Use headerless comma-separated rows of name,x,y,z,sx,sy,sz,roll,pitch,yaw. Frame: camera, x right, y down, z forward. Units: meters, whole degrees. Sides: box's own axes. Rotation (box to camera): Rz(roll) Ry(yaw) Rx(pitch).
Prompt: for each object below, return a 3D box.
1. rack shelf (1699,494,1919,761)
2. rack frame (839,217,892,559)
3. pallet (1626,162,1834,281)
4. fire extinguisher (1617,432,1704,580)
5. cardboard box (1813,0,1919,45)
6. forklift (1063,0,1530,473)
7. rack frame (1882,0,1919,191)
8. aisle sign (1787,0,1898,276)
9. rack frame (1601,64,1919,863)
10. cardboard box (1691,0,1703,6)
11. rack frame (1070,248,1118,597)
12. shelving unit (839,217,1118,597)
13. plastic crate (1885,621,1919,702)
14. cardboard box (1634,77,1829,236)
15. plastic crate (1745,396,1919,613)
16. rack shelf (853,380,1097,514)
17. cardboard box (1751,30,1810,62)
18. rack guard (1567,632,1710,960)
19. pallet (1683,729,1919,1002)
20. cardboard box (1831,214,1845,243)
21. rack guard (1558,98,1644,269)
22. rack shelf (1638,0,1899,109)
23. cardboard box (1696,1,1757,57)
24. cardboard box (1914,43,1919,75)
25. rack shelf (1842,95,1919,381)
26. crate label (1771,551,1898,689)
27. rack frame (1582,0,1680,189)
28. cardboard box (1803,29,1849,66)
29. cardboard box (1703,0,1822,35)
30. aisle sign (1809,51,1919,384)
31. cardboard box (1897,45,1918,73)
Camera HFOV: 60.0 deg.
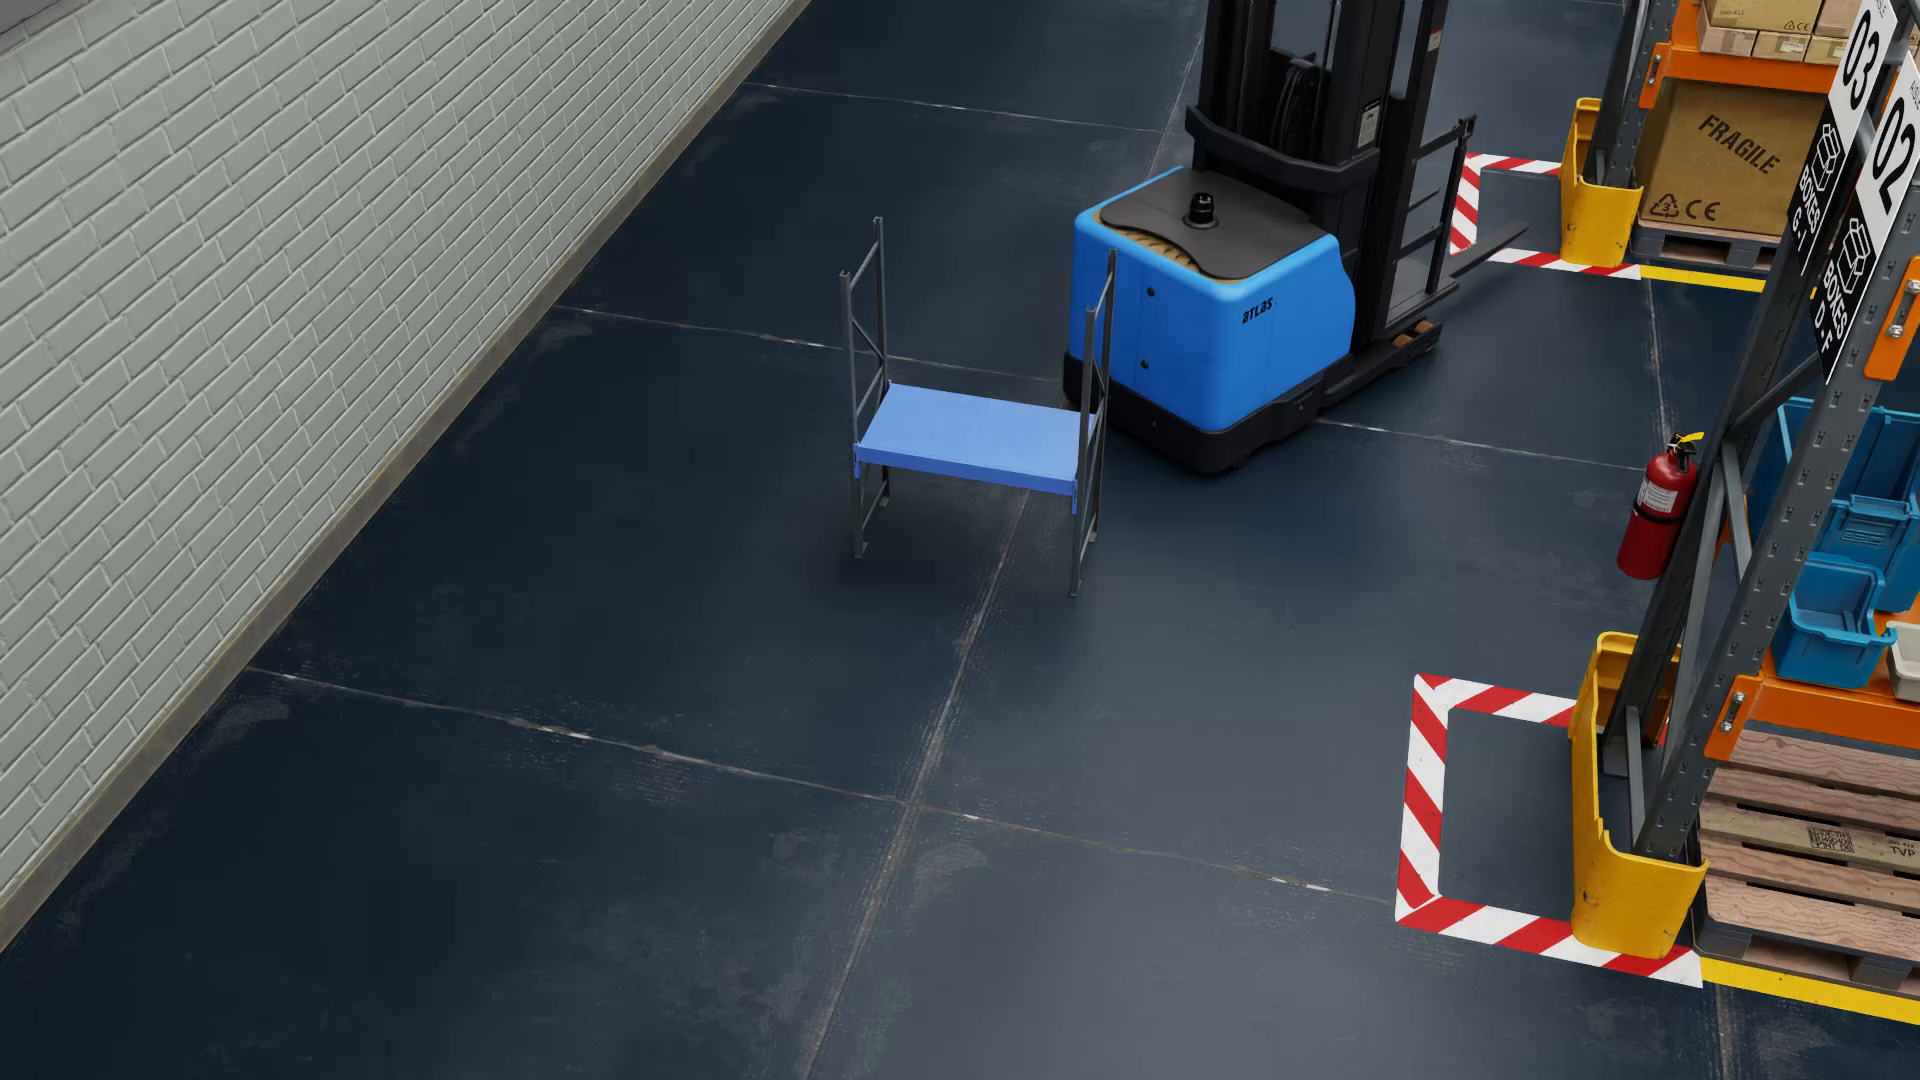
rack shelf,4.494,0.582,5.308,4.000,0.370,1.077,10,41,11
rack frame,-0.409,-0.645,7.376,0.032,1.500,0.500,10,41,11
pallet,4.635,-1.950,9.933,1.213,0.211,1.003,10,41,11
fire extinguisher,2.534,-0.160,5.983,0.183,0.674,0.296,10,41,11
cardboard box,4.741,-2.829,8.696,0.500,0.250,0.500,9,41,11
forklift,1.954,-2.271,8.200,3.031,2.935,1.130,-31,49,-31
rack frame,2.562,-2.323,3.543,0.127,3.000,1.000,10,41,11
aisle sign,2.569,-1.215,4.867,0.004,0.787,0.394,10,41,11
rack frame,2.562,-0.025,5.473,0.127,3.000,1.000,10,41,11
cardboard box,4.272,-3.152,9.390,0.250,0.149,0.380,11,41,12
rack frame,0.573,-0.476,7.175,0.032,1.500,0.500,10,41,11
shelving unit,0.082,-0.560,7.275,1.048,1.500,0.538,10,41,11
plastic crate,3.004,0.403,5.121,0.298,0.136,0.250,10,41,11
cardboard box,4.482,-2.393,9.617,0.875,0.875,0.875,10,41,11
plastic crate,2.934,-0.122,5.514,0.499,0.435,0.616,10,41,11
rack shelf,0.082,-0.422,7.391,1.000,0.185,0.538,10,41,11
cardboard box,4.349,-2.701,8.853,0.250,0.149,0.380,9,41,11
rack guard,2.536,0.936,6.272,0.348,0.500,1.175,10,41,11
pallet,3.349,1.204,6.177,1.213,0.211,1.003,10,41,11
cardboard box,5.361,-2.242,9.437,0.875,0.875,0.875,10,41,11
rack guard,3.820,-2.149,9.945,0.348,0.500,1.175,10,41,11
rack shelf,5.775,-2.495,8.972,4.000,0.370,1.077,10,41,11
cardboard box,4.100,-2.742,8.903,0.250,0.149,0.380,10,41,12
cardboard box,5.094,-2.573,8.701,0.250,0.149,0.380,9,41,11
rack shelf,4.494,-0.566,4.343,4.000,0.370,1.077,10,41,11
crate label,2.716,0.261,5.215,0.303,0.233,0.416,10,41,11
rack frame,3.843,-3.103,9.136,0.127,3.000,1.000,10,41,11
cardboard box,4.596,-2.658,8.803,0.250,0.149,0.380,9,41,10
cardboard box,4.237,-2.912,8.794,0.500,0.250,0.500,9,41,10
aisle sign,2.416,-0.848,4.431,0.004,0.787,0.394,10,41,11
cardboard box,4.848,-2.616,8.752,0.250,0.149,0.380,9,41,11
